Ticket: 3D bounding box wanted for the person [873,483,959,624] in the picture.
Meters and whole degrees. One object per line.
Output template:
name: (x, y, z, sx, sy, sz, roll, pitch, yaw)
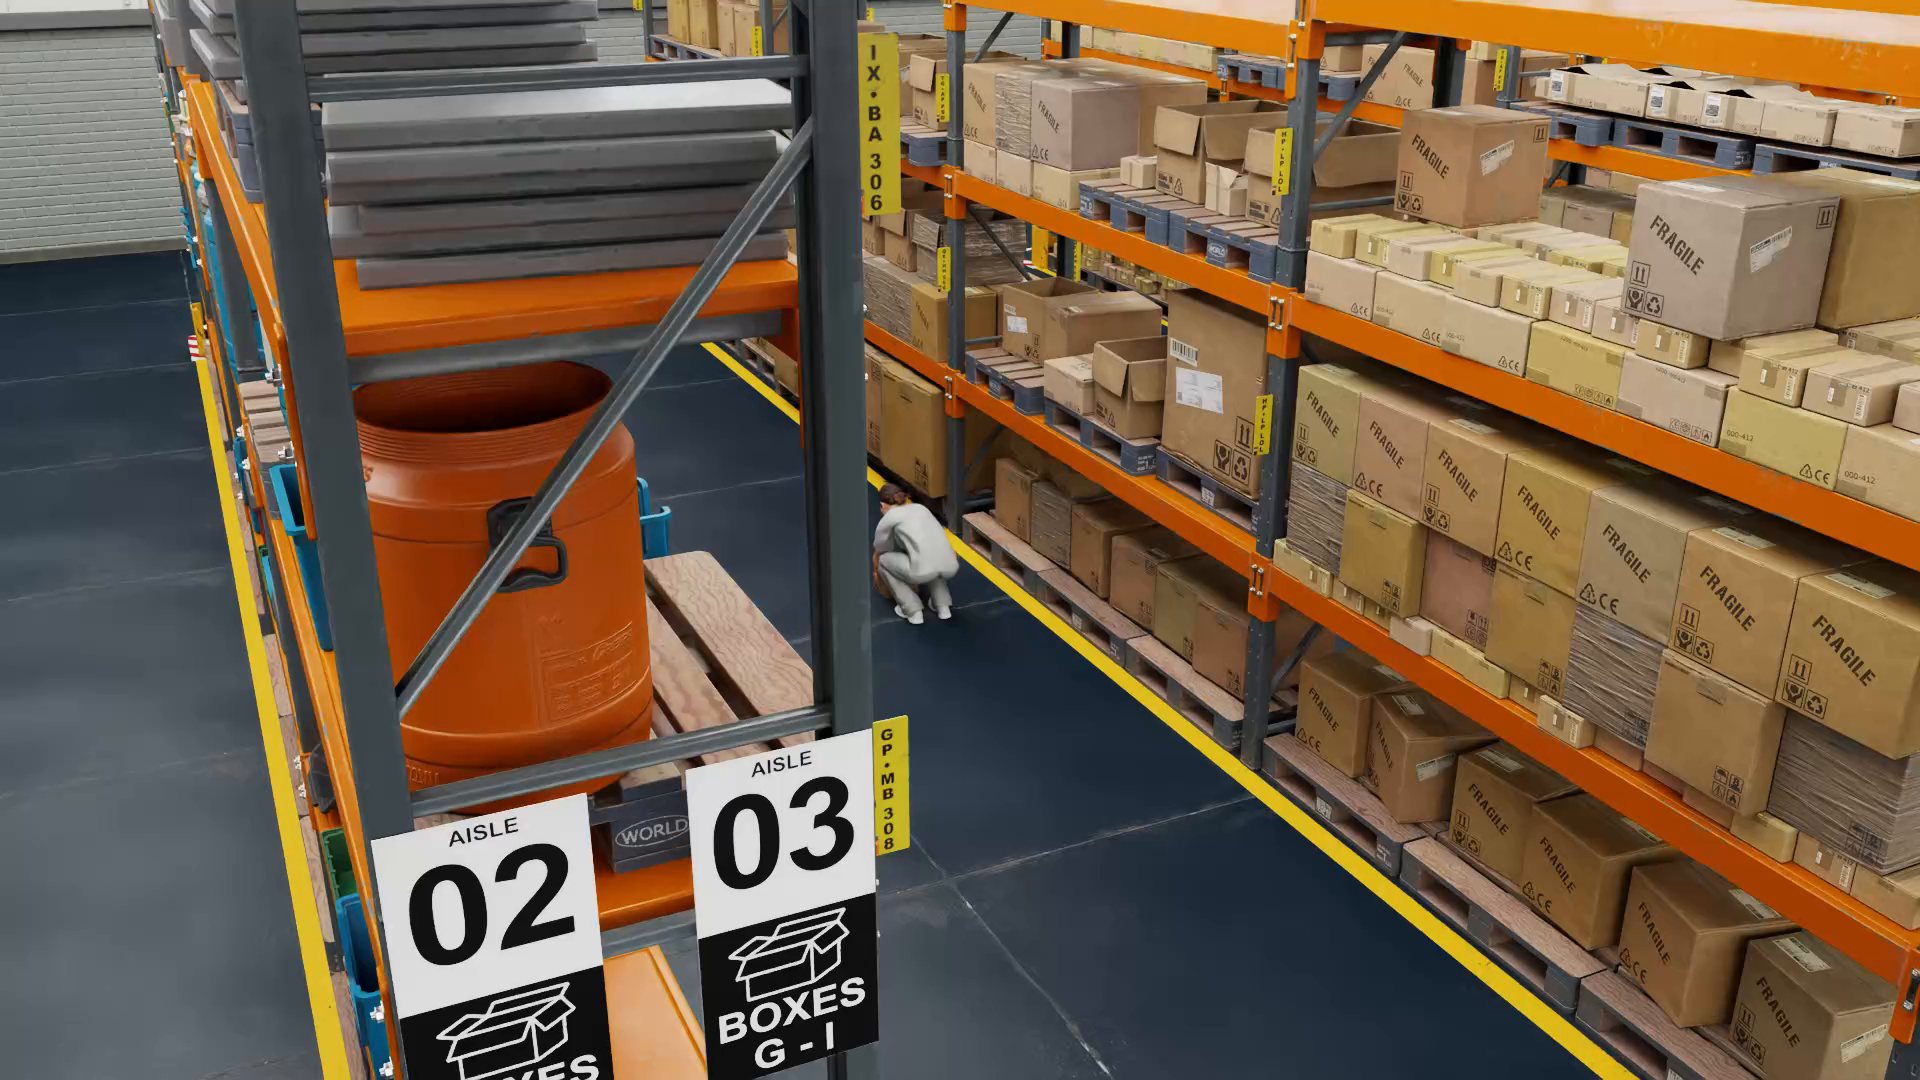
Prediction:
person: (-0.317, 0.099, 11.488, 0.483, 0.819, 0.801, -10, 24, -24)
